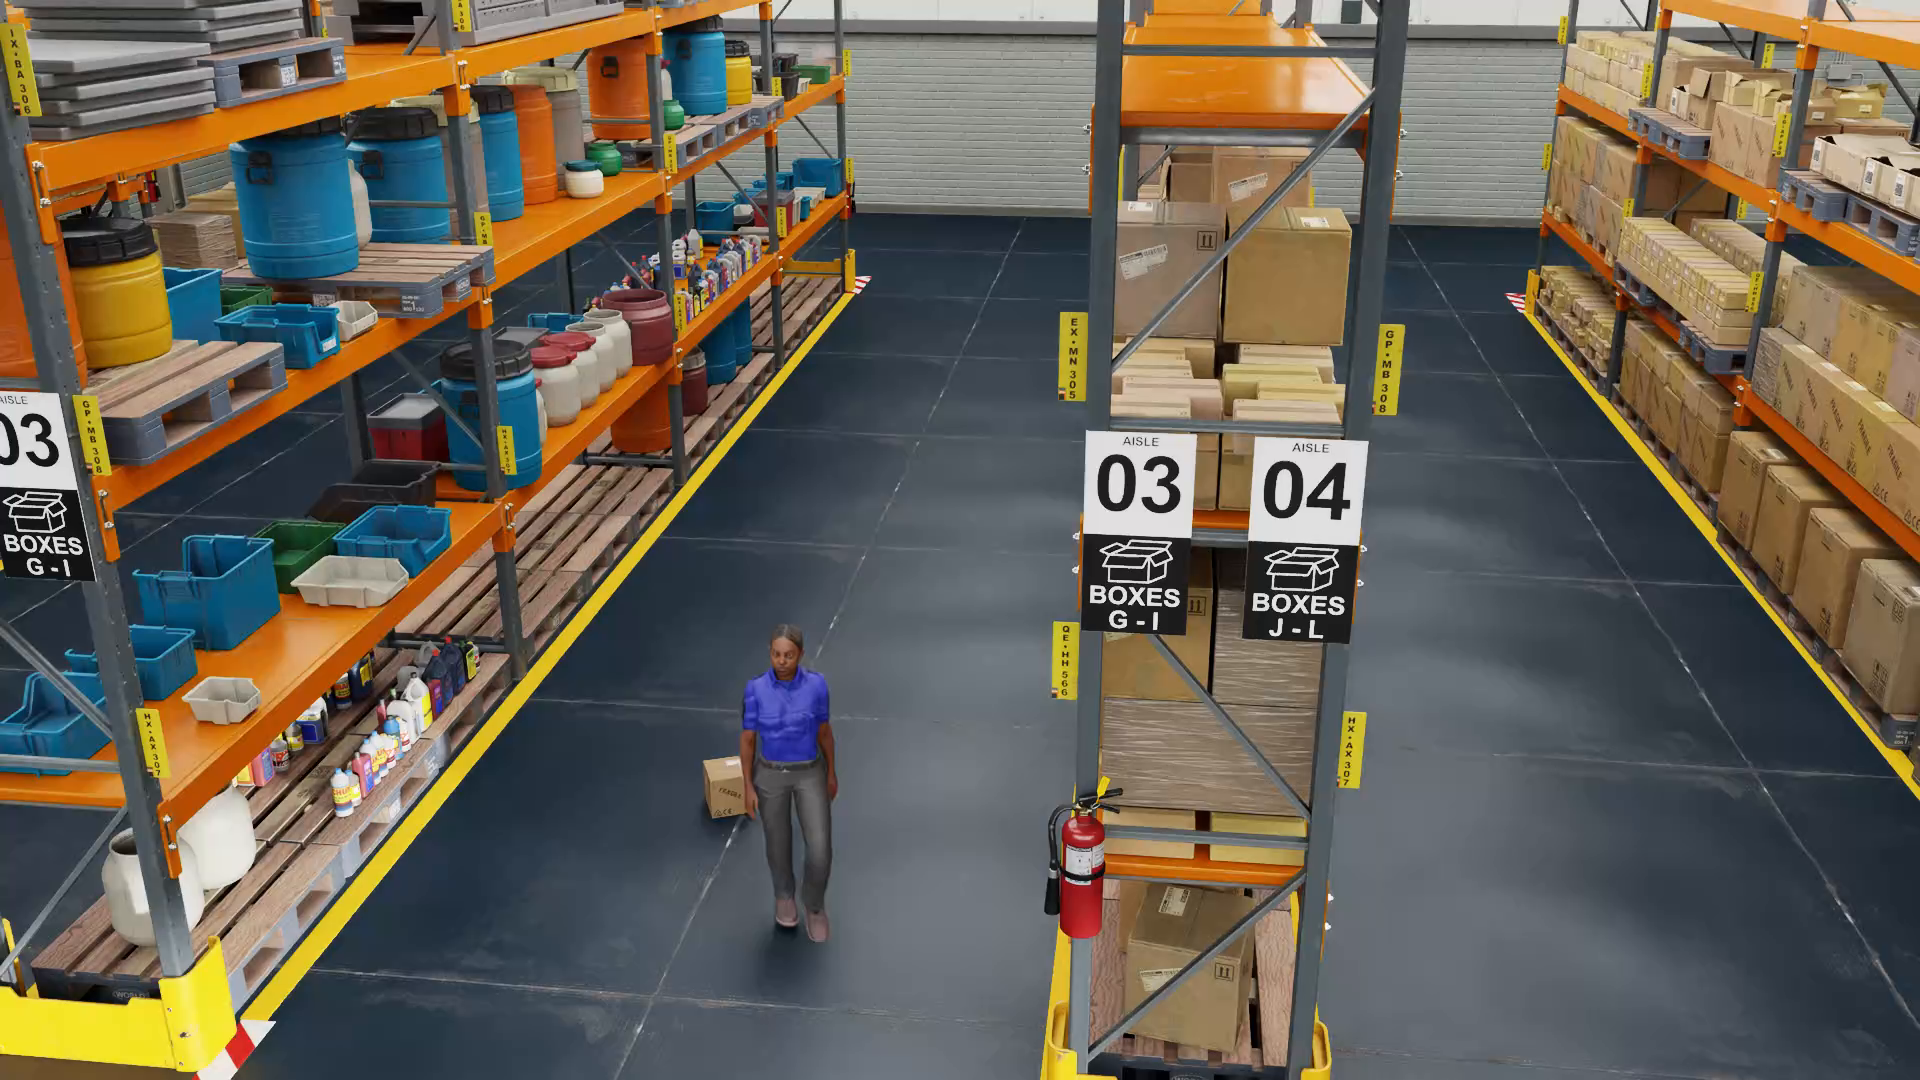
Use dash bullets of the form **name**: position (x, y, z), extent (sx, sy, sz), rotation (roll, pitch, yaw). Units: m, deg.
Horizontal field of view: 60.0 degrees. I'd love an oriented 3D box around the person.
- **person**: position (-0.847, 1.244, 8.317), extent (0.482, 1.705, 0.487), rotation (-3, 21, -7)
